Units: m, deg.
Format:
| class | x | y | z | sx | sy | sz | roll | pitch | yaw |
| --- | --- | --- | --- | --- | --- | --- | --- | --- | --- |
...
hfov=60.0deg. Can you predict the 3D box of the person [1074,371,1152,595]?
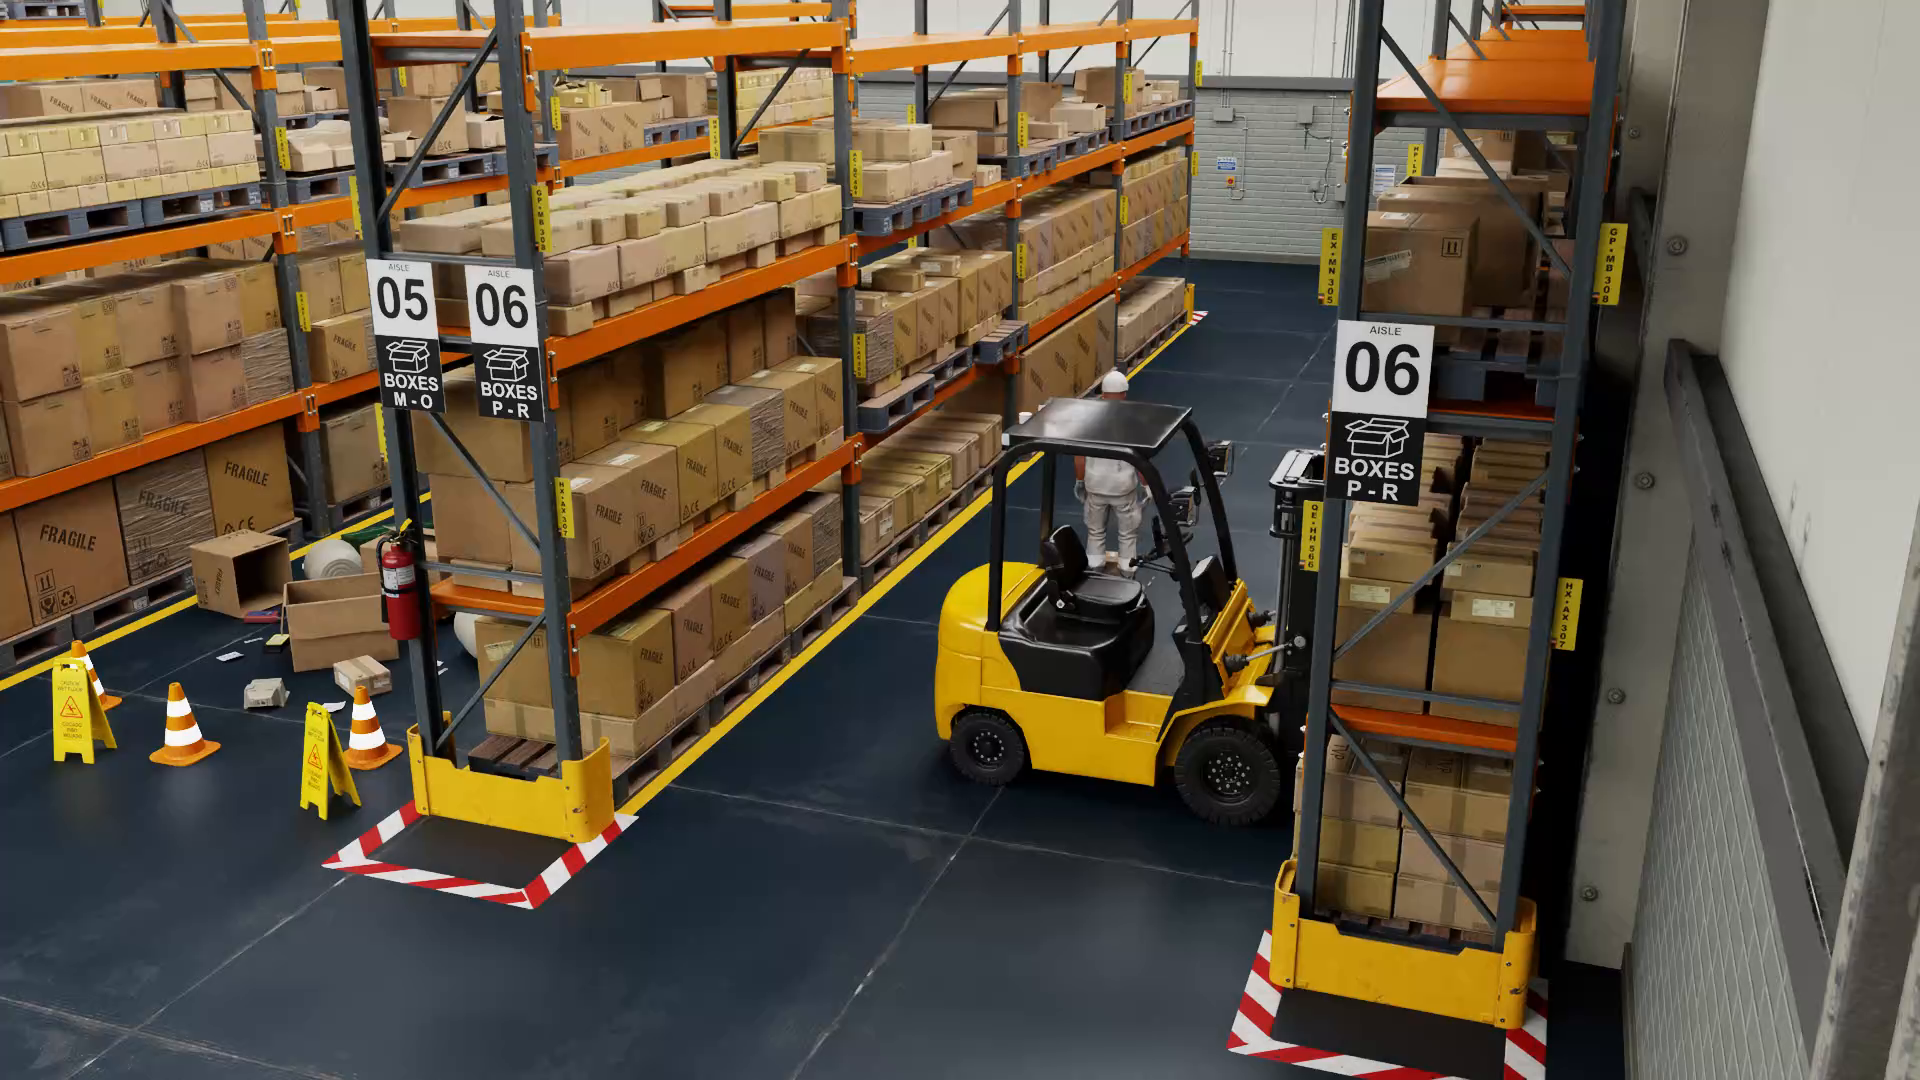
| class | x | y | z | sx | sy | sz | roll | pitch | yaw |
| --- | --- | --- | --- | --- | --- | --- | --- | --- | --- |
| person | 1.173 | -0.404 | 12.747 | 0.609 | 1.779 | 0.454 | 6 | 19 | 18 |
